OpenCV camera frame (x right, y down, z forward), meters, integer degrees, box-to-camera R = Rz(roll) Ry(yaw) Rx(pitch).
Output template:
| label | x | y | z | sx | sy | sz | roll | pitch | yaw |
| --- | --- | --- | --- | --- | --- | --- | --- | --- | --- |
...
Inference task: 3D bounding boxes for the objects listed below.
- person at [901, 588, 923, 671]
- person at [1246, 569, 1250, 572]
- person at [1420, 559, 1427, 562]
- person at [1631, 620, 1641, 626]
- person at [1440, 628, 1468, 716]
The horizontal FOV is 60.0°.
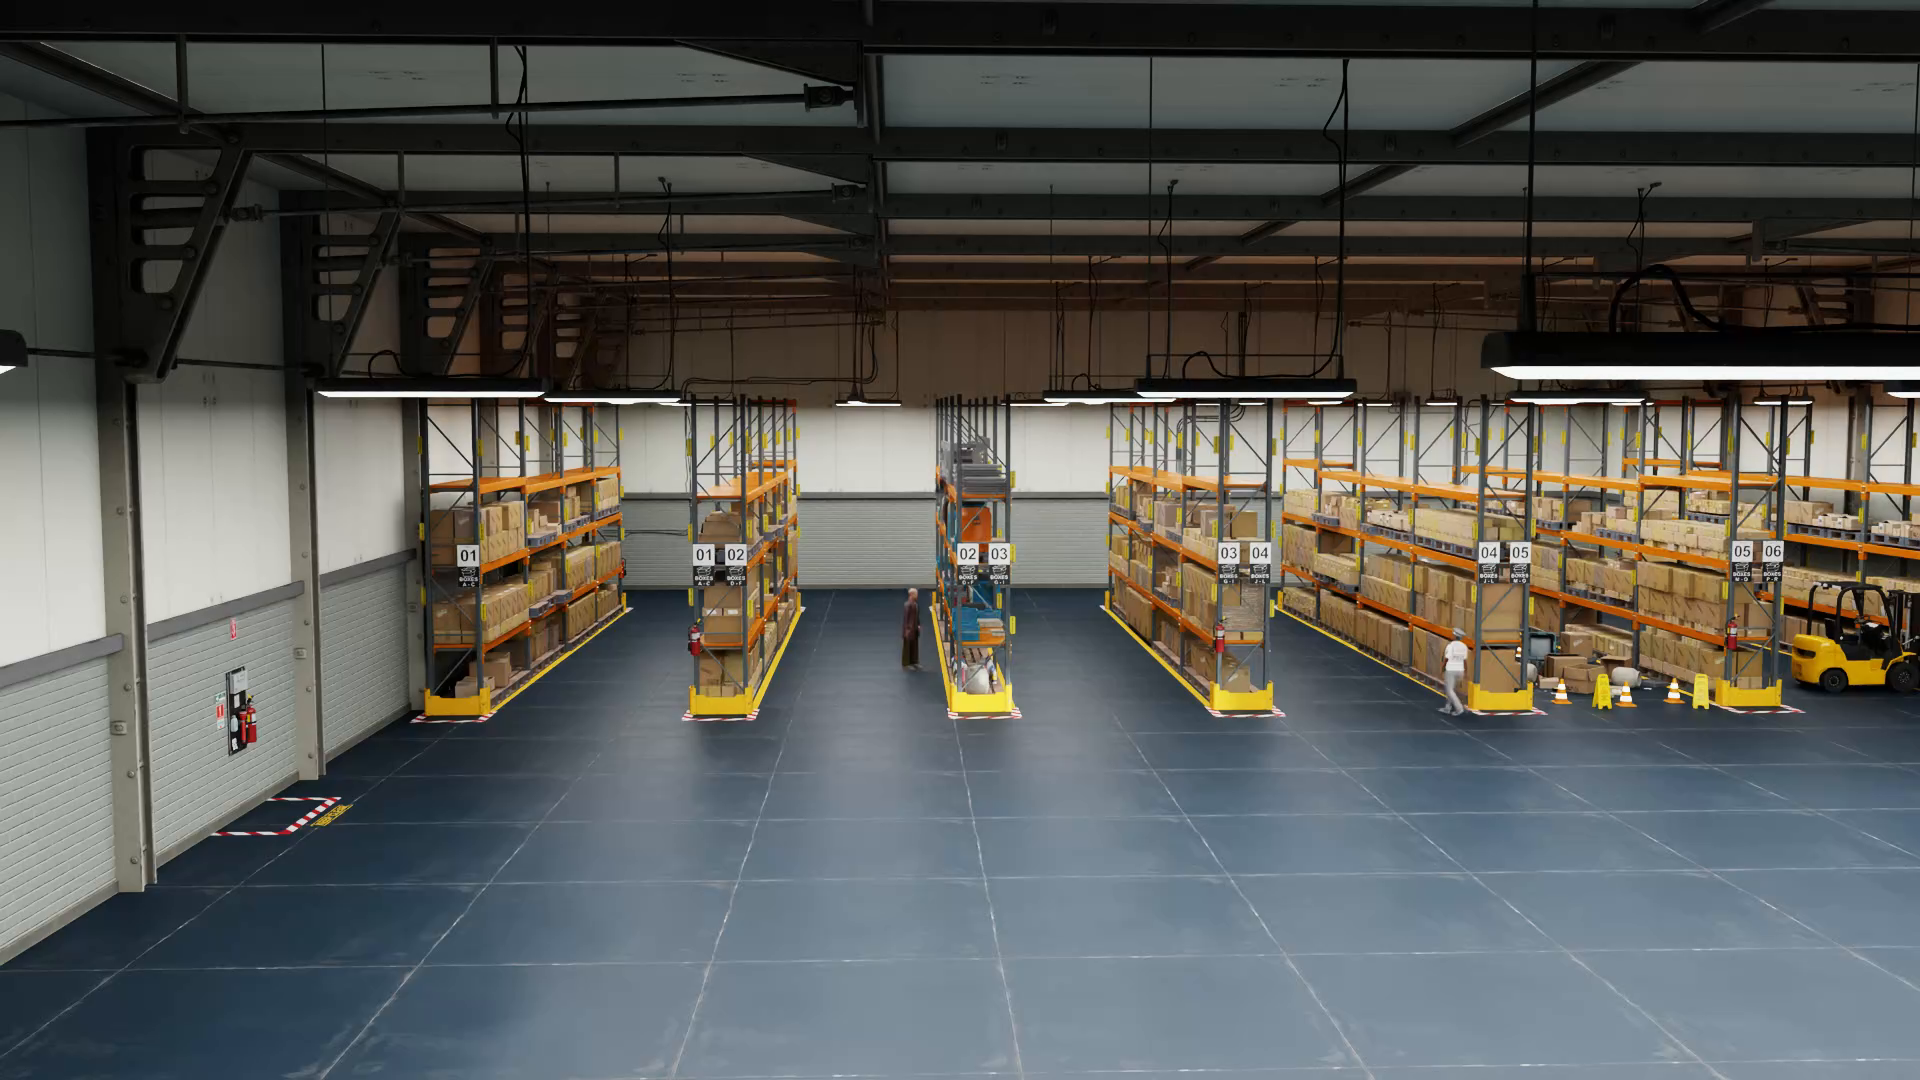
| label | x | y | z | sx | sy | sz | roll | pitch | yaw |
| --- | --- | --- | --- | --- | --- | --- | --- | --- | --- |
| person | -1.047 | 1.949 | 36.377 | 0.468 | 1.799 | 0.606 | 2 | 5 | 22 |
| person | 8.782 | 0.982 | 49.790 | 0.504 | 1.636 | 0.987 | 1 | 5 | 17 |
| person | 12.193 | 1.385 | 43.875 | 0.430 | 1.787 | 0.652 | 2 | 5 | 27 |
| person | 16.868 | 1.579 | 41.595 | 0.544 | 1.783 | 0.583 | -2 | 5 | -25 |
| person | 9.213 | 2.459 | 30.995 | 0.503 | 1.647 | 0.928 | -1 | 5 | -14 |
